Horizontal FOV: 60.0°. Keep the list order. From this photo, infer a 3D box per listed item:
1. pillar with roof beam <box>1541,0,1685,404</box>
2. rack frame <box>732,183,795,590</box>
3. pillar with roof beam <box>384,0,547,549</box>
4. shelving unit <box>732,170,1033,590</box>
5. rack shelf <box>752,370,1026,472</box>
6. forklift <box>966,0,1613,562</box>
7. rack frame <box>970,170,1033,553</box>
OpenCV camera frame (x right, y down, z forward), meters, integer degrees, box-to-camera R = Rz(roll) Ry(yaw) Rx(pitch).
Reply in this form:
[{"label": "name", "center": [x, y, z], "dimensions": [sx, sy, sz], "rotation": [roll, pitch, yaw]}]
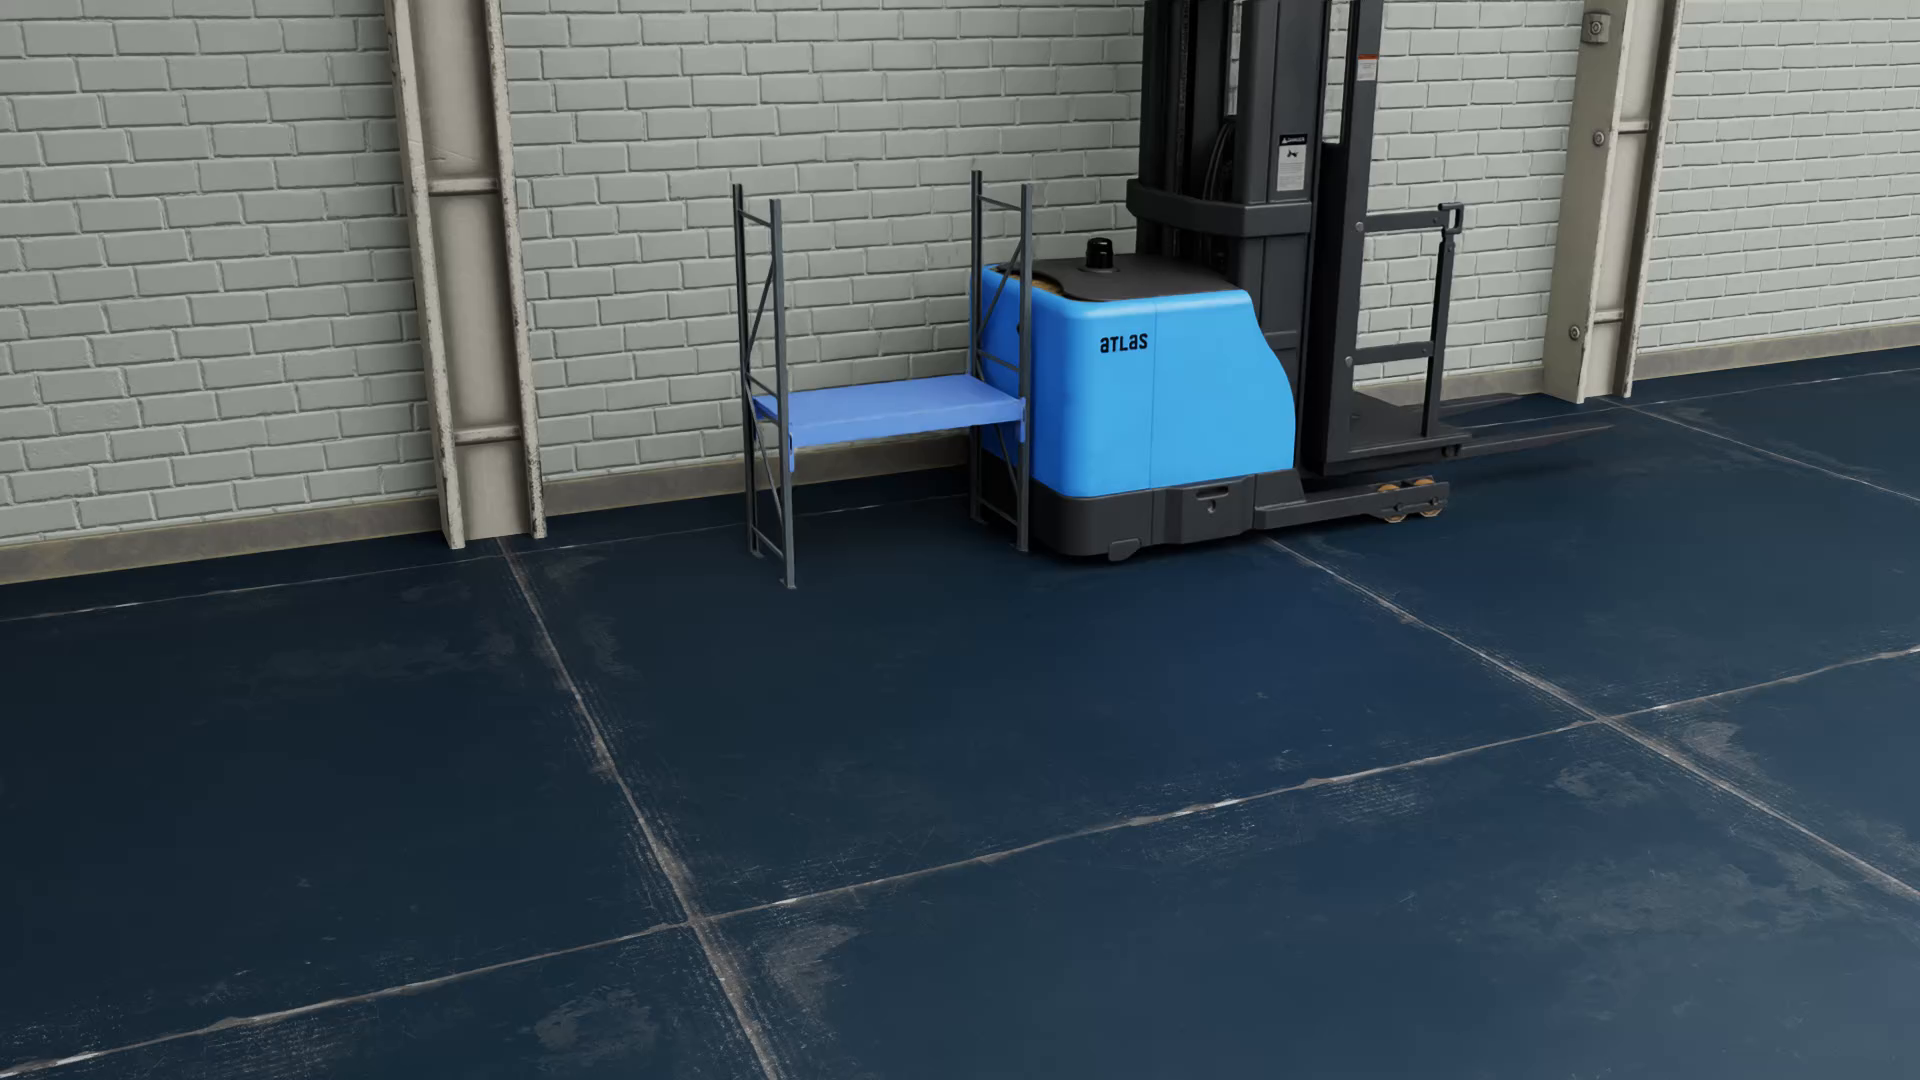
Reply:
[{"label": "pillar with roof beam", "center": [5.219, -3.755, 4.138], "dimensions": [0.400, 9.000, 9.100], "rotation": [-8, 21, -22]}, {"label": "rack frame", "center": [-0.760, -0.590, 6.439], "dimensions": [0.032, 1.500, 0.500], "rotation": [-9, 21, -23]}, {"label": "pillar with roof beam", "center": [-0.290, -2.966, 1.896], "dimensions": [0.400, 9.000, 9.100], "rotation": [-8, 21, -22]}, {"label": "shelving unit", "center": [-0.298, -0.660, 6.639], "dimensions": [1.048, 1.500, 0.538], "rotation": [-9, 21, -23]}, {"label": "rack shelf", "center": [-0.298, -0.491, 6.699], "dimensions": [1.000, 0.185, 0.538], "rotation": [-9, 21, -23]}, {"label": "forklift", "center": [1.588, -1.605, 7.168], "dimensions": [3.031, 2.935, 1.130], "rotation": [-9, 21, -23]}, {"label": "rack frame", "center": [0.164, -0.731, 6.839], "dimensions": [0.032, 1.500, 0.500], "rotation": [-9, 21, -23]}]
